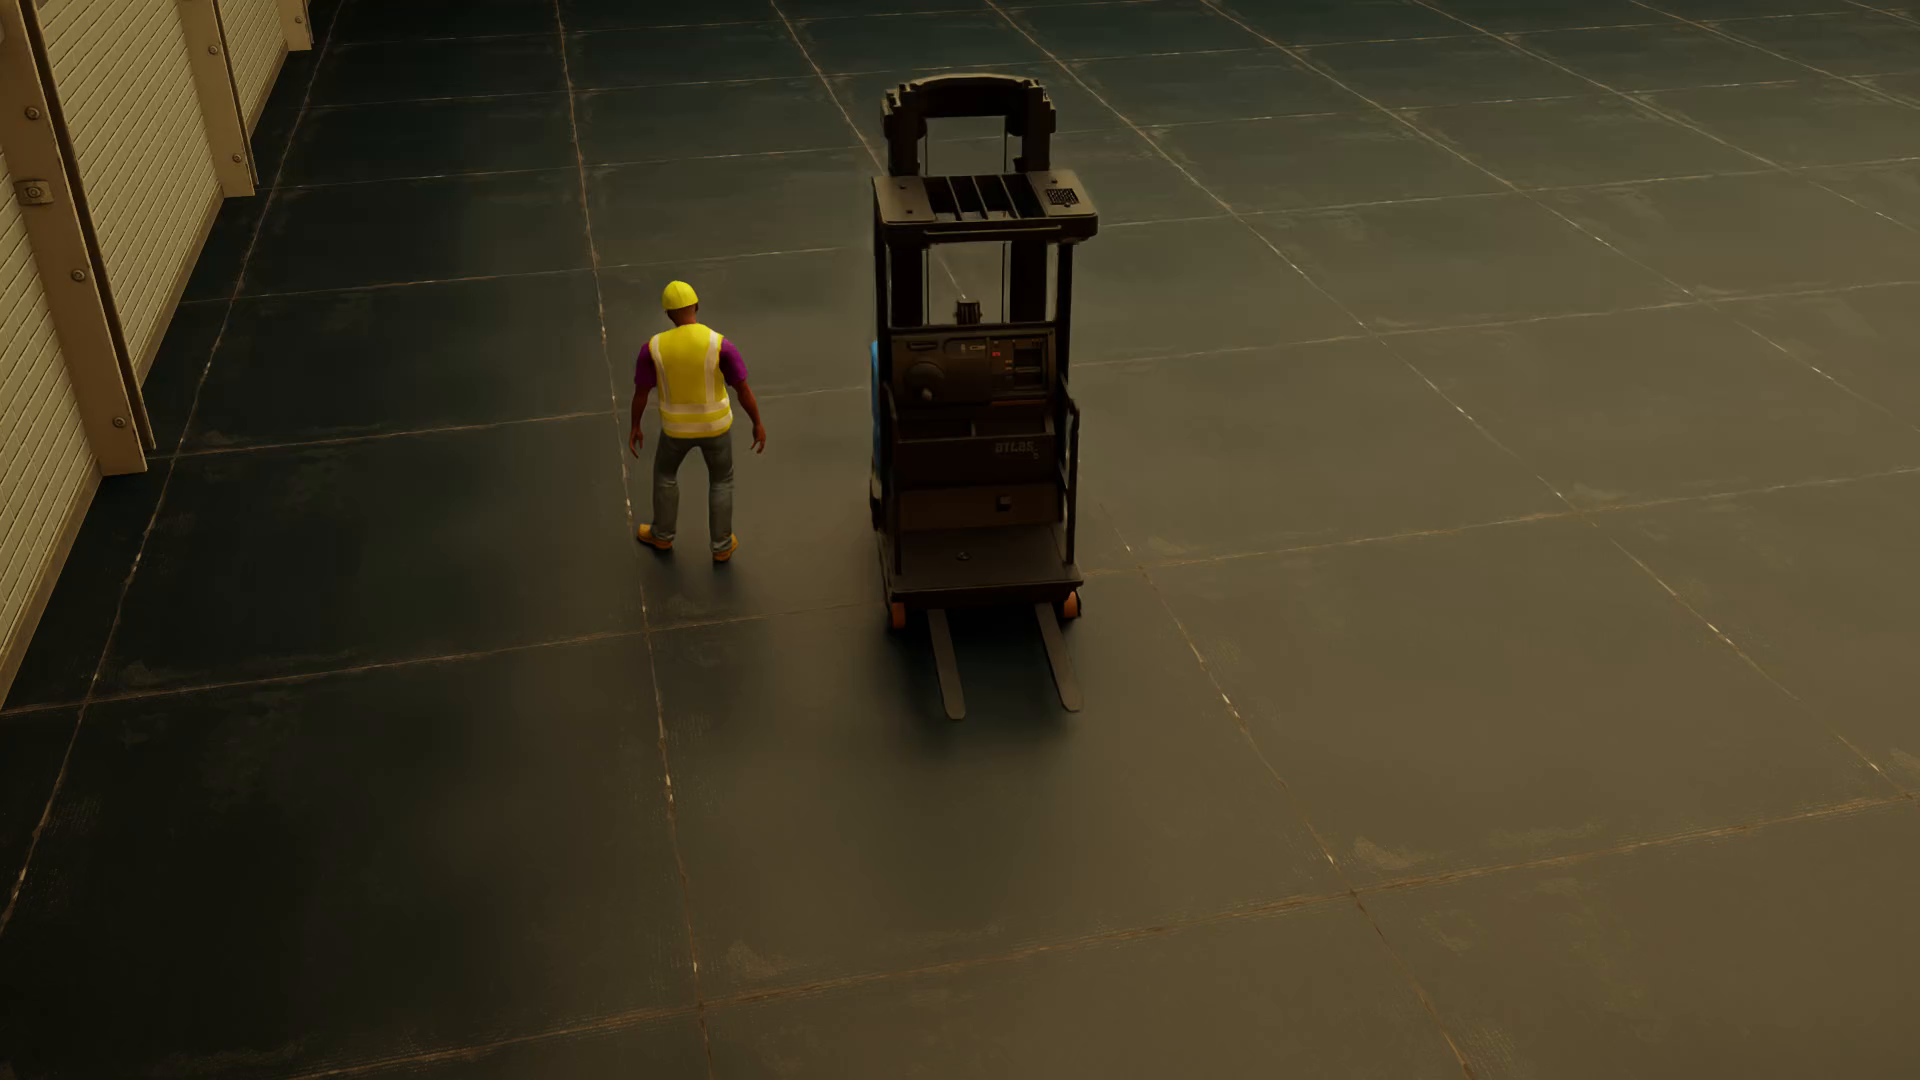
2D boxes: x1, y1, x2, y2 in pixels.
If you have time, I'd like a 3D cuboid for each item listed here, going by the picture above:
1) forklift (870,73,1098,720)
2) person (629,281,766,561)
[{"bbox_3d":[0.106,-0.933,9.187,1.130,2.935,3.031,-3,30,-6],"label":"forklift"},{"bbox_3d":[-1.603,-0.716,10.019,0.878,1.733,0.463,0,30,-1],"label":"person"}]
